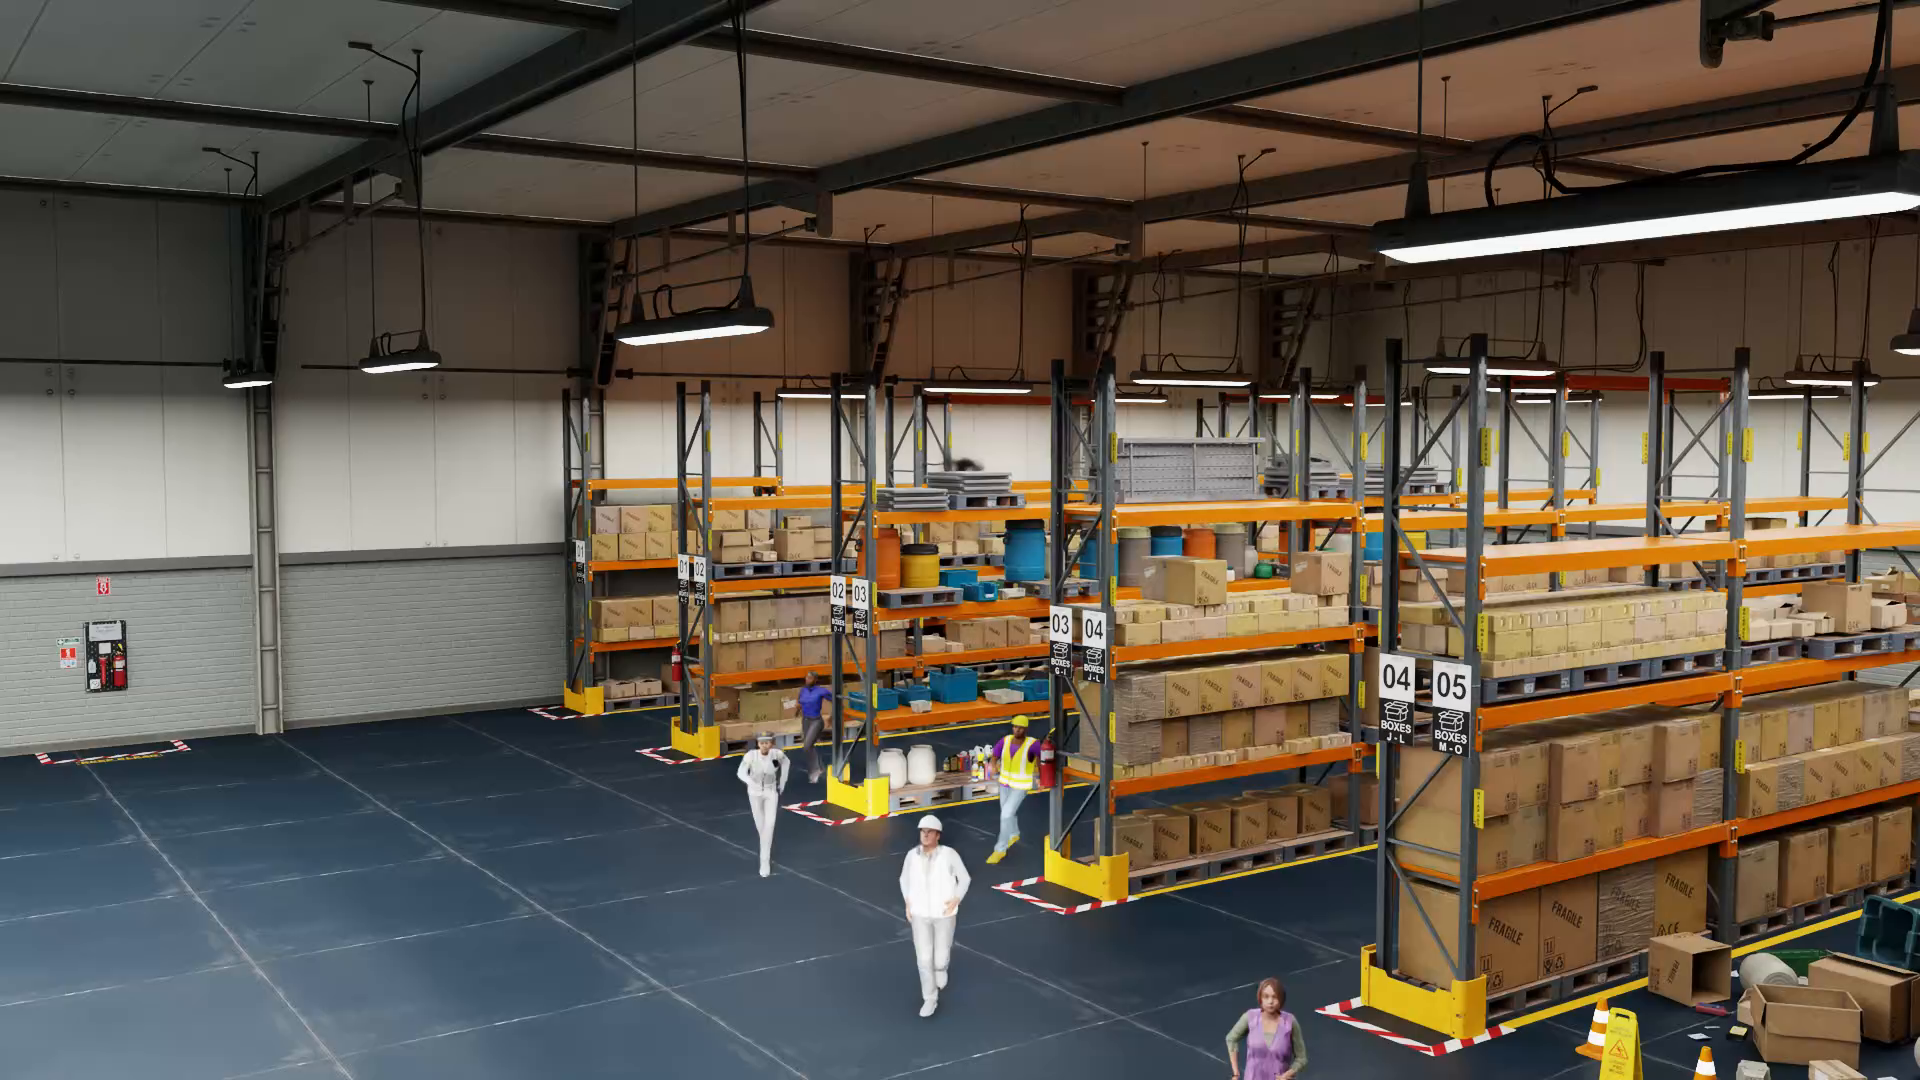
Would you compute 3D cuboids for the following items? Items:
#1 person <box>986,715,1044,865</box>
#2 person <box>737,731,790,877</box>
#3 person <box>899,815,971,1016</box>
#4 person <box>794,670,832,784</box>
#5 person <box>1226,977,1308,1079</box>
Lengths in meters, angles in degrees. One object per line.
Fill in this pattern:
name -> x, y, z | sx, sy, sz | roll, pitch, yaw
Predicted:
person -> 0.669, 2.999, 20.153 | 0.759, 1.786, 0.836 | 3, 5, 36
person -> -2.341, 3.064, 19.865 | 0.616, 1.682, 1.059 | 0, 4, -3
person -> -0.236, 3.343, 14.979 | 0.659, 1.750, 0.625 | 1, 4, 10
person -> -2.169, 2.780, 24.625 | 0.606, 1.716, 0.704 | 3, 5, 36
person -> 2.026, 3.675, 10.977 | 0.525, 1.562, 0.556 | 0, 4, 7
